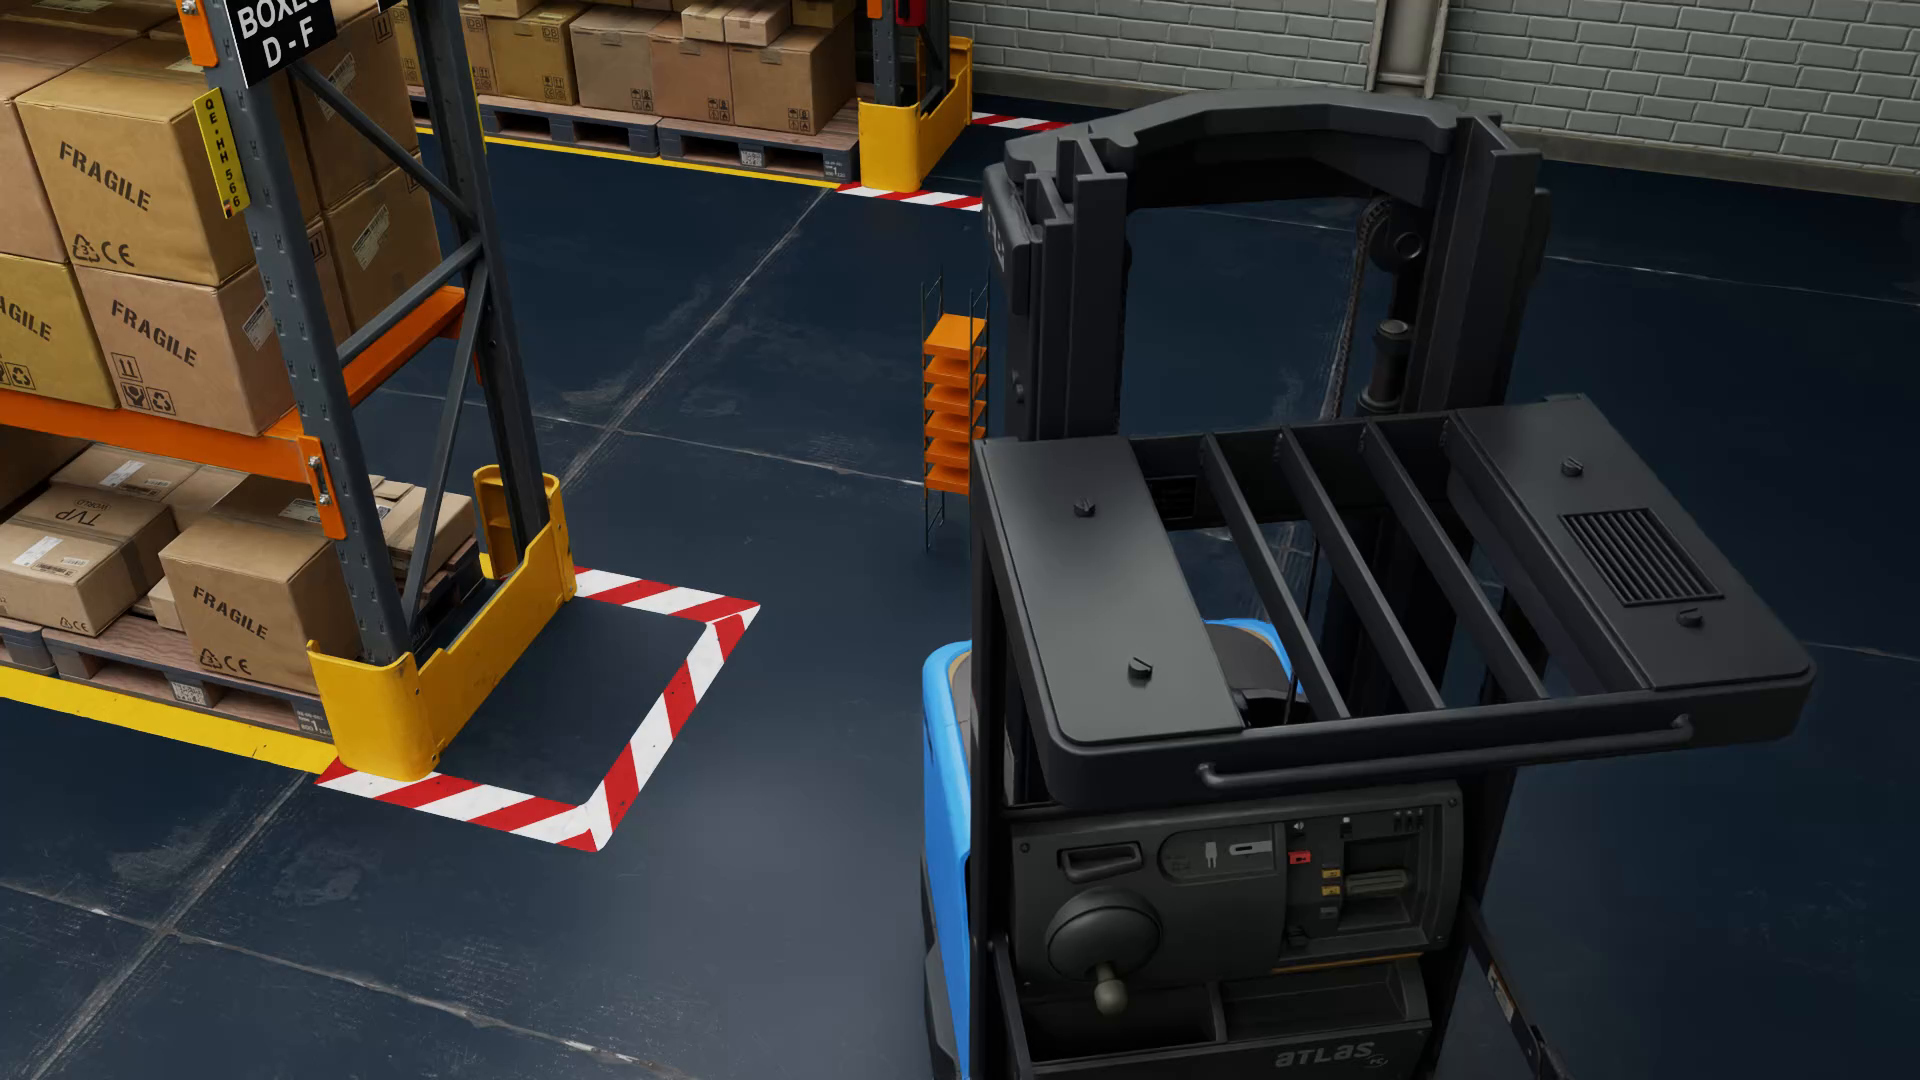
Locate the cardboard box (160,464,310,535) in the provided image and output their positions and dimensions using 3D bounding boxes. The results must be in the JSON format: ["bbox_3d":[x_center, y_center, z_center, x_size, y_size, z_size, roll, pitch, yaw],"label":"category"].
[{"bbox_3d":[-2.654,-0.140,6.359,0.500,0.250,0.500,10,38,14],"label":"cardboard box"}]

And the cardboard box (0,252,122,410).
[{"bbox_3d":[-2.748,-0.781,5.196,0.500,0.500,0.500,11,38,14],"label":"cardboard box"}]

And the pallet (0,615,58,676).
[{"bbox_3d":[-3.737,0.027,6.535,1.213,0.211,1.003,10,38,14],"label":"pallet"}]

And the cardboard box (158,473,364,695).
[{"bbox_3d":[-2.335,0.147,5.757,0.500,0.500,0.500,10,38,14],"label":"cardboard box"}]

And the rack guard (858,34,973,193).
[{"bbox_3d":[-0.246,-2.518,9.749,0.348,0.500,1.175,10,38,14],"label":"rack guard"}]

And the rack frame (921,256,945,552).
[{"bbox_3d":[-0.101,-0.502,6.420,0.006,1.200,0.240,10,38,14],"label":"rack frame"}]

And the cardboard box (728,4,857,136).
[{"bbox_3d":[-0.967,-2.759,9.722,0.500,0.500,0.700,10,38,14],"label":"cardboard box"}]

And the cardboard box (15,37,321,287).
[{"bbox_3d":[-2.249,-1.092,4.775,0.500,0.500,0.500,10,38,13],"label":"cardboard box"}]

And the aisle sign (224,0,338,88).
[{"bbox_3d":[-1.769,-1.587,4.183,0.004,0.787,0.394,10,38,14],"label":"aisle sign"}]

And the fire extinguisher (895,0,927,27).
[{"bbox_3d":[-0.263,-3.060,8.757,0.183,0.674,0.296,10,38,14],"label":"fire extinguisher"}]

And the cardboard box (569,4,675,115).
[{"bbox_3d":[-1.925,-2.935,9.962,0.500,0.500,0.700,9,37,12],"label":"cardboard box"}]

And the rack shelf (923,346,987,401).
[{"bbox_3d":[-0.014,-0.643,6.282,0.180,0.103,0.258,10,38,14],"label":"rack shelf"}]

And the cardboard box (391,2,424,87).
[{"bbox_3d":[-3.404,-3.208,10.333,0.500,0.500,0.700,11,38,14],"label":"cardboard box"}]

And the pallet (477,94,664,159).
[{"bbox_3d":[-2.216,-2.720,10.267,1.213,0.211,1.003,10,38,14],"label":"pallet"}]

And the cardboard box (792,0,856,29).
[{"bbox_3d":[-0.788,-3.111,9.653,0.250,0.149,0.380,11,38,14],"label":"cardboard box"}]

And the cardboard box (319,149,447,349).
[{"bbox_3d":[-2.088,-0.993,5.485,0.500,0.500,0.500,11,38,15],"label":"cardboard box"}]

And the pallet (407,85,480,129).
[{"bbox_3d":[-3.385,-2.934,10.559,1.213,0.211,1.003,10,38,14],"label":"pallet"}]

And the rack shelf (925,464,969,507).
[{"bbox_3d":[-0.014,-0.257,6.566,0.180,0.103,0.258,10,38,14],"label":"rack shelf"}]

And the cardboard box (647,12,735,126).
[{"bbox_3d":[-1.445,-2.847,9.842,0.500,0.500,0.700,10,38,14],"label":"cardboard box"}]

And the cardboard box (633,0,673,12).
[{"bbox_3d":[-1.754,-3.289,9.895,0.250,0.149,0.380,11,38,15],"label":"cardboard box"}]

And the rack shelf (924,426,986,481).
[{"bbox_3d":[-0.014,-0.353,6.495,0.180,0.103,0.258,10,38,14],"label":"rack shelf"}]

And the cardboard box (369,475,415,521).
[{"bbox_3d":[-2.278,-0.074,6.339,0.250,0.166,0.380,10,38,14],"label":"cardboard box"}]

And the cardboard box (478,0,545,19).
[{"bbox_3d":[-2.633,-3.214,9.793,0.250,0.149,0.380,9,37,13],"label":"cardboard box"}]

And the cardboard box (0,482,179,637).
[{"bbox_3d":[-3.233,0.063,6.082,0.500,0.250,0.500,10,38,14],"label":"cardboard box"}]

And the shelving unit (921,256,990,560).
[{"bbox_3d":[-0.014,-0.486,6.398,0.189,1.200,0.258,10,38,14],"label":"shelving unit"}]

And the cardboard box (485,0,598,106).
[{"bbox_3d":[-2.436,-3.026,10.085,0.500,0.500,0.700,11,38,15],"label":"cardboard box"}]

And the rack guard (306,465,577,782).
[{"bbox_3d":[-1.815,0.268,5.964,0.348,0.500,1.175,10,38,14],"label":"rack guard"}]

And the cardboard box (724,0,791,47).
[{"bbox_3d":[-1.144,-2.939,9.420,0.250,0.149,0.380,10,38,13],"label":"cardboard box"}]

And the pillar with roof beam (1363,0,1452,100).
[{"bbox_3d":[1.282,-3.521,3.943,0.400,9.000,9.100,10,38,14],"label":"pillar with roof beam"}]

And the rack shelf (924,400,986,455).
[{"bbox_3d":[-0.014,-0.450,6.424,0.180,0.103,0.258,10,38,14],"label":"rack shelf"}]

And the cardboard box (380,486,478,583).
[{"bbox_3d":[-2.040,-0.023,6.285,0.250,0.149,0.380,10,38,14],"label":"cardboard box"}]

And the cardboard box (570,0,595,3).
[{"bbox_3d":[-2.240,-3.379,10.018,0.250,0.149,0.380,10,37,13],"label":"cardboard box"}]

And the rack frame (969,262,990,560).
[{"bbox_3d":[0.074,-0.470,6.376,0.006,1.200,0.240,10,38,14],"label":"rack frame"}]

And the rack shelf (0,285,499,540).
[{"bbox_3d":[-3.652,-0.789,5.899,4.000,0.370,1.077,10,38,14],"label":"rack shelf"}]

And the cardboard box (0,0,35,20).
[{"bbox_3d":[-3.065,-1.575,5.432,0.500,0.500,0.500,11,38,15],"label":"cardboard box"}]

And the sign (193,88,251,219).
[{"bbox_3d":[-1.927,-1.009,4.346,0.005,0.325,0.100,10,38,14],"label":"sign"}]

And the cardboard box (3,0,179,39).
[{"bbox_3d":[-2.589,-1.484,5.308,0.500,0.500,0.500,11,38,14],"label":"cardboard box"}]

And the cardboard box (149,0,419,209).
[{"bbox_3d":[-2.088,-1.396,5.188,0.500,0.500,0.500,12,38,15],"label":"cardboard box"}]

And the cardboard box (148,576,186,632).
[{"bbox_3d":[-2.695,0.159,6.022,0.250,0.166,0.380,10,38,14],"label":"cardboard box"}]

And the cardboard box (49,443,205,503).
[{"bbox_3d":[-3.132,-0.229,6.479,0.500,0.250,0.500,10,38,14],"label":"cardboard box"}]

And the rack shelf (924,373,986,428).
[{"bbox_3d":[-0.014,-0.547,6.353,0.180,0.103,0.258,10,38,14],"label":"rack shelf"}]

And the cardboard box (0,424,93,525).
[{"bbox_3d":[-3.766,-0.275,6.328,0.637,0.503,0.797,10,38,14],"label":"cardboard box"}]

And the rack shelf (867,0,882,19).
[{"bbox_3d":[-2.178,-3.593,9.708,4.000,0.370,1.077,10,38,14],"label":"rack shelf"}]

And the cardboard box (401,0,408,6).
[{"bbox_3d":[-3.131,-3.306,9.918,0.250,0.149,0.380,12,38,15],"label":"cardboard box"}]

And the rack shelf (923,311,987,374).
[{"bbox_3d":[-0.014,-0.740,6.211,0.180,0.103,0.258,10,38,14],"label":"rack shelf"}]

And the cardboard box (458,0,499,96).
[{"bbox_3d":[-2.925,-3.118,10.210,0.500,0.500,0.700,10,38,13],"label":"cardboard box"}]

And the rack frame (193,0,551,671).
[{"bbox_3d":[-1.743,-0.726,5.205,0.127,3.000,1.000,10,38,14],"label":"rack frame"}]

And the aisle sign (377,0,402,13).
[{"bbox_3d":[-1.590,-1.927,4.644,0.004,0.787,0.394,10,38,14],"label":"aisle sign"}]

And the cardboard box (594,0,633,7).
[{"bbox_3d":[-1.999,-3.334,9.956,0.250,0.149,0.380,11,38,14],"label":"cardboard box"}]

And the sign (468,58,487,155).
[{"bbox_3d":[-1.581,-1.381,5.366,0.005,0.325,0.100,10,38,14],"label":"sign"}]

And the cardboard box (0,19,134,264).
[{"bbox_3d":[-2.732,-1.180,4.895,0.500,0.500,0.500,12,38,15],"label":"cardboard box"}]

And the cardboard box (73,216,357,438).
[{"bbox_3d":[-2.251,-0.691,5.074,0.500,0.500,0.500,12,38,15],"label":"cardboard box"}]

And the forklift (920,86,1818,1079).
[{"bbox_3d":[0.599,0.793,3.200,1.130,2.935,3.031,-5,37,-6],"label":"forklift"}]

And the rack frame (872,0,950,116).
[{"bbox_3d":[-0.269,-3.529,9.014,0.127,3.000,1.000,10,38,14],"label":"rack frame"}]

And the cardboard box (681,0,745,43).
[{"bbox_3d":[-1.388,-2.984,9.481,0.250,0.149,0.380,11,38,15],"label":"cardboard box"}]

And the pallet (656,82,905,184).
[{"bbox_3d":[-1.056,-2.503,9.973,1.213,0.211,1.003,10,38,14],"label":"pallet"}]

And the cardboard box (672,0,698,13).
[{"bbox_3d":[-1.511,-3.244,9.835,0.250,0.149,0.380,11,38,14],"label":"cardboard box"}]

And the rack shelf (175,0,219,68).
[{"bbox_3d":[-3.652,-1.997,5.010,4.000,0.370,1.077,10,38,14],"label":"rack shelf"}]

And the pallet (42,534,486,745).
[{"bbox_3d":[-2.576,0.244,6.241,1.213,0.211,1.003,10,38,14],"label":"pallet"}]
